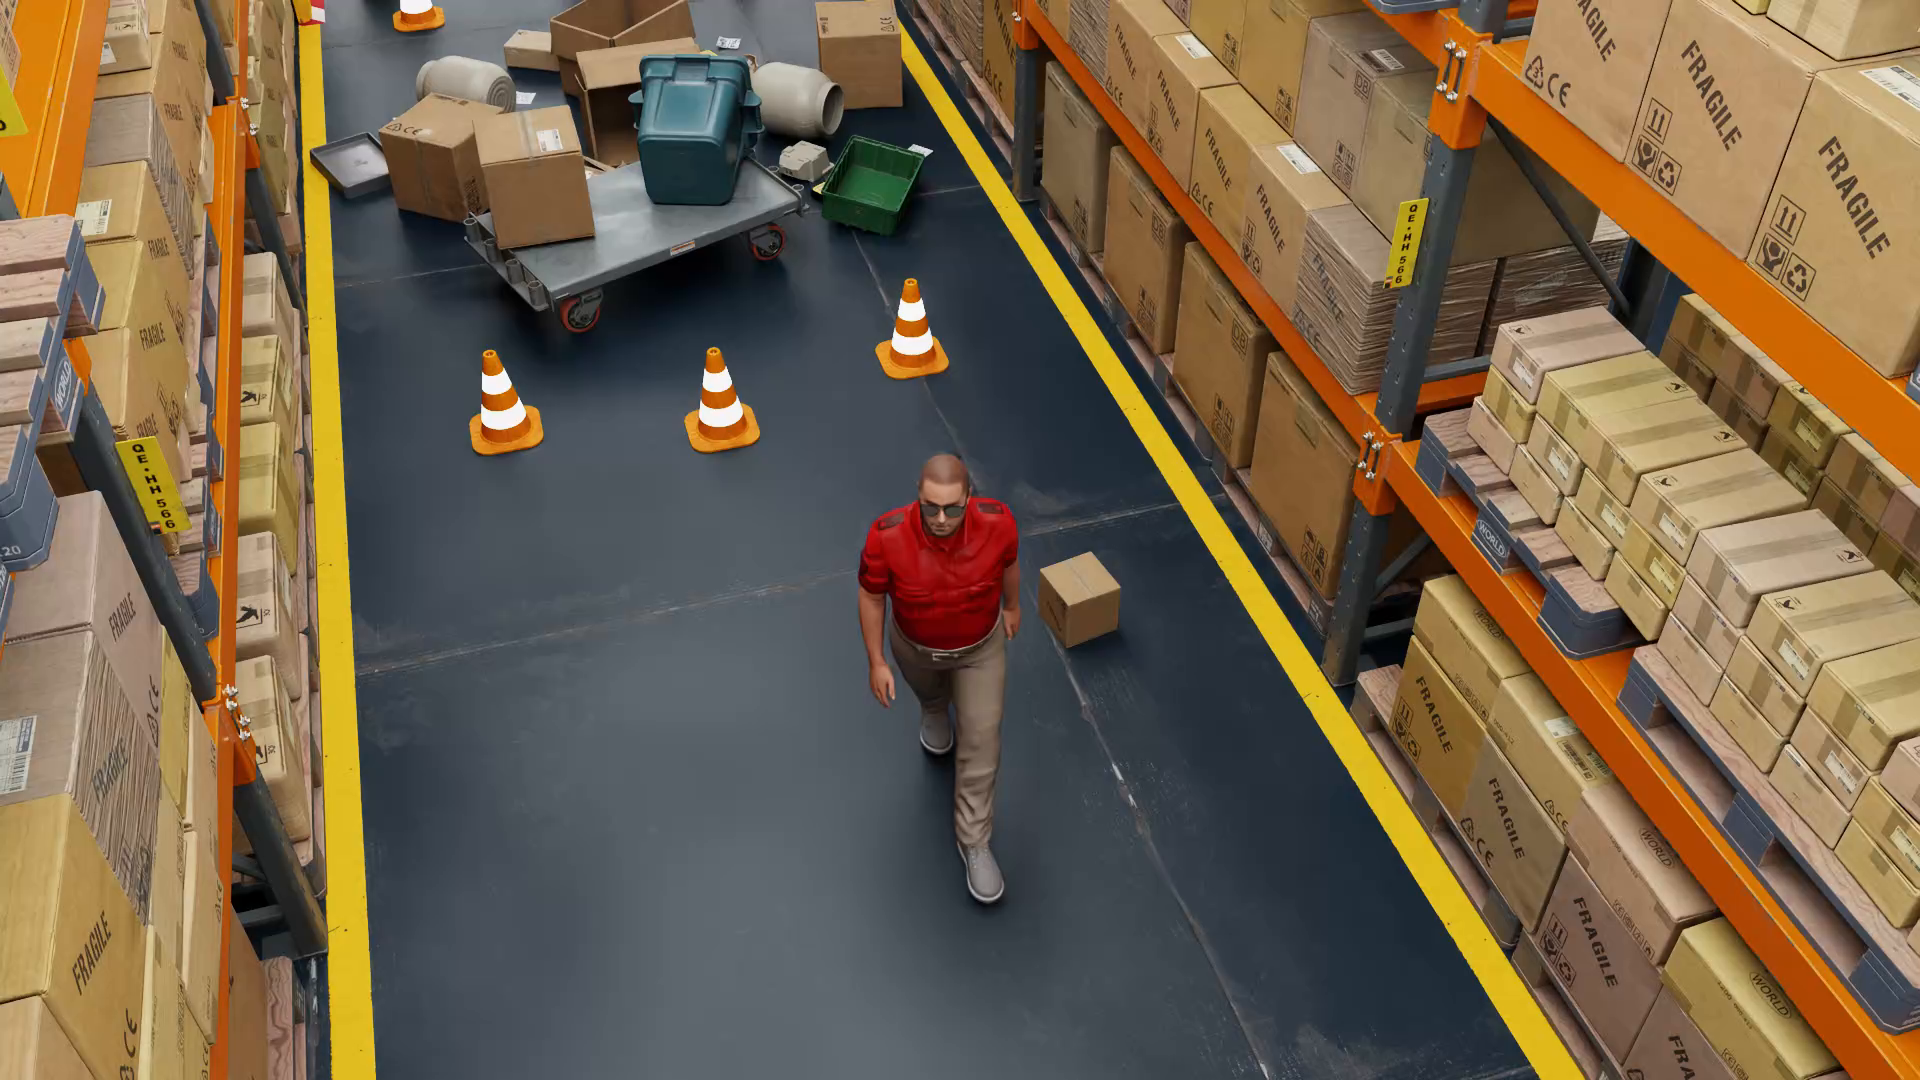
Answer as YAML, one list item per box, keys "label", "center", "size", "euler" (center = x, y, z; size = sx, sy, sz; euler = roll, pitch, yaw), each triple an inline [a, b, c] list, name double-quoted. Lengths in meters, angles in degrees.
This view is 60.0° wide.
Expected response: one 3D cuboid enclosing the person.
- label: "person"
  center: [-0.060, 0.362, 5.765]
  size: [0.570, 1.654, 1.037]
  euler: [0, 42, 0]
